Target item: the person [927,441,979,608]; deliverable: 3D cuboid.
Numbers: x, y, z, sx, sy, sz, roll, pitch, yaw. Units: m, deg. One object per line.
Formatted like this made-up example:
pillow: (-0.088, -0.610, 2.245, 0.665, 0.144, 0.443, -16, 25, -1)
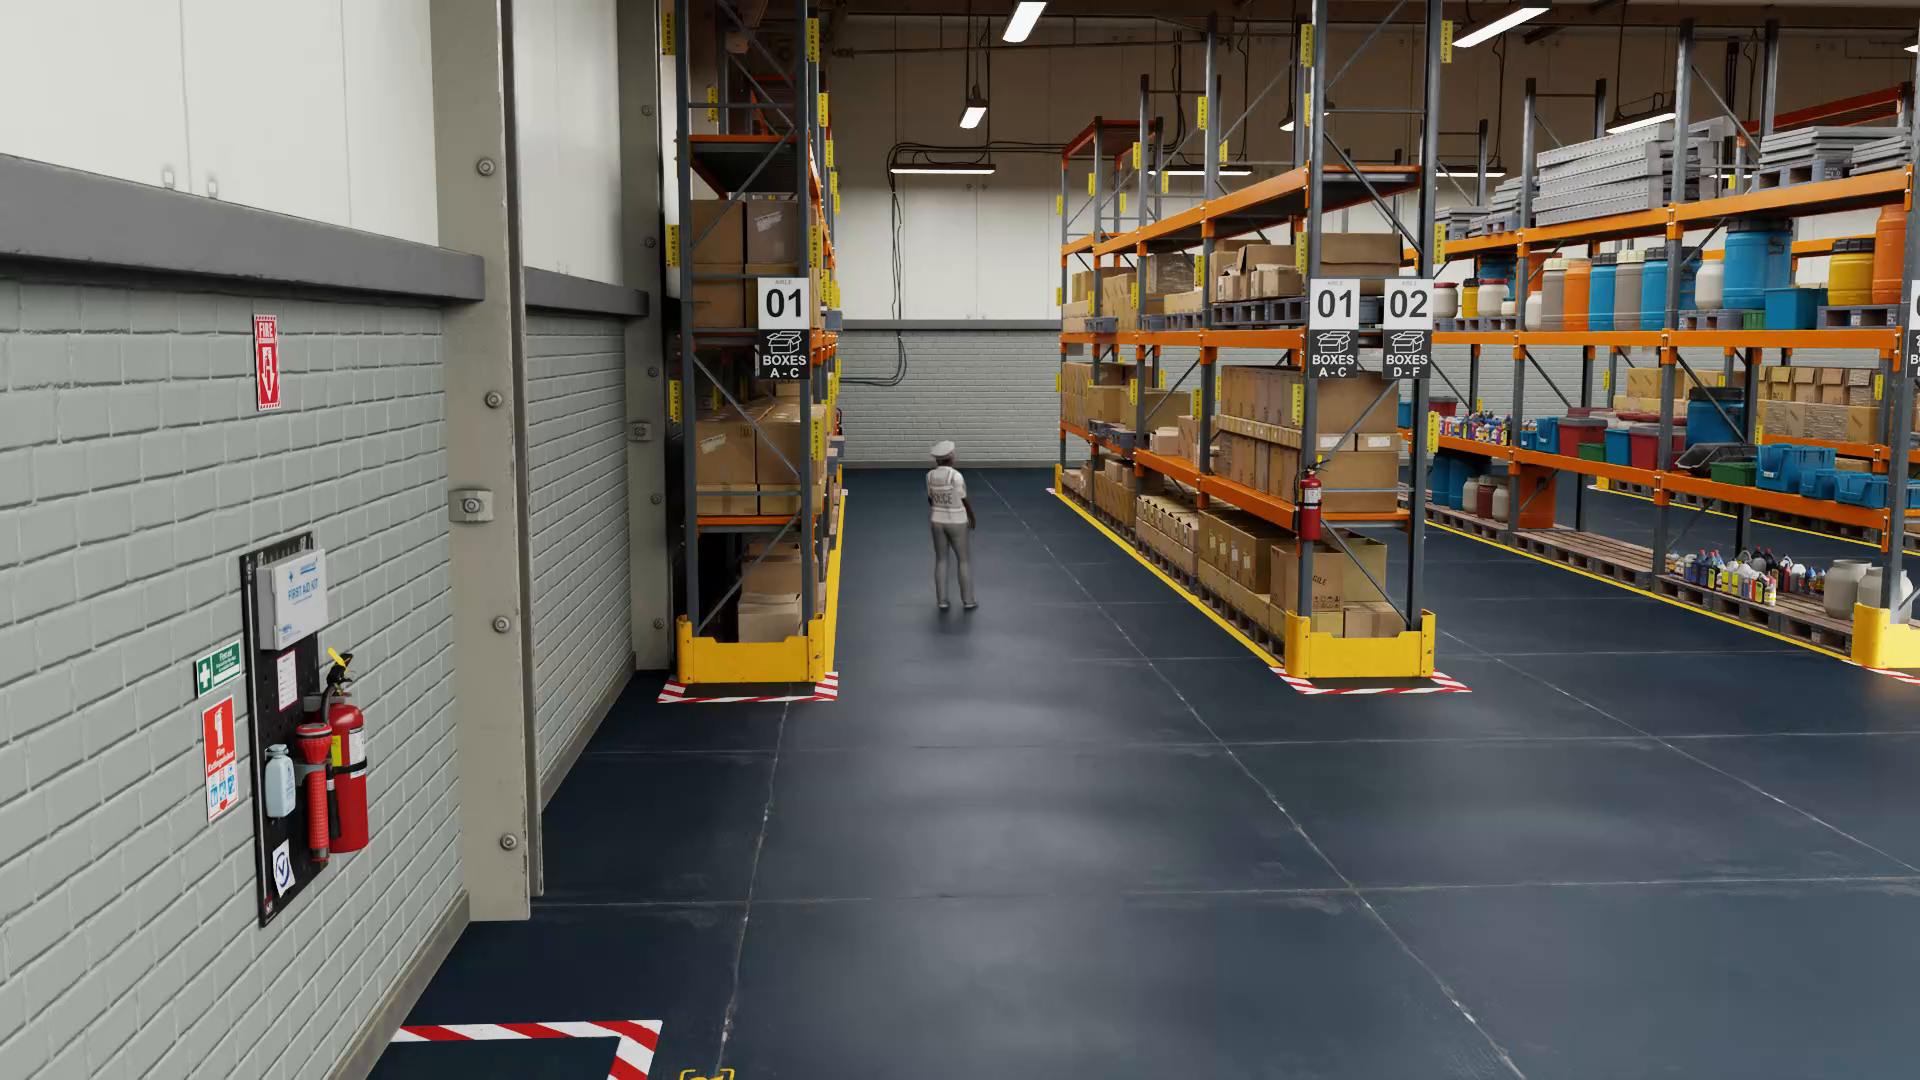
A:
person: (-0.086, -0.161, 16.854, 0.485, 1.701, 0.506, 4, 8, 31)
